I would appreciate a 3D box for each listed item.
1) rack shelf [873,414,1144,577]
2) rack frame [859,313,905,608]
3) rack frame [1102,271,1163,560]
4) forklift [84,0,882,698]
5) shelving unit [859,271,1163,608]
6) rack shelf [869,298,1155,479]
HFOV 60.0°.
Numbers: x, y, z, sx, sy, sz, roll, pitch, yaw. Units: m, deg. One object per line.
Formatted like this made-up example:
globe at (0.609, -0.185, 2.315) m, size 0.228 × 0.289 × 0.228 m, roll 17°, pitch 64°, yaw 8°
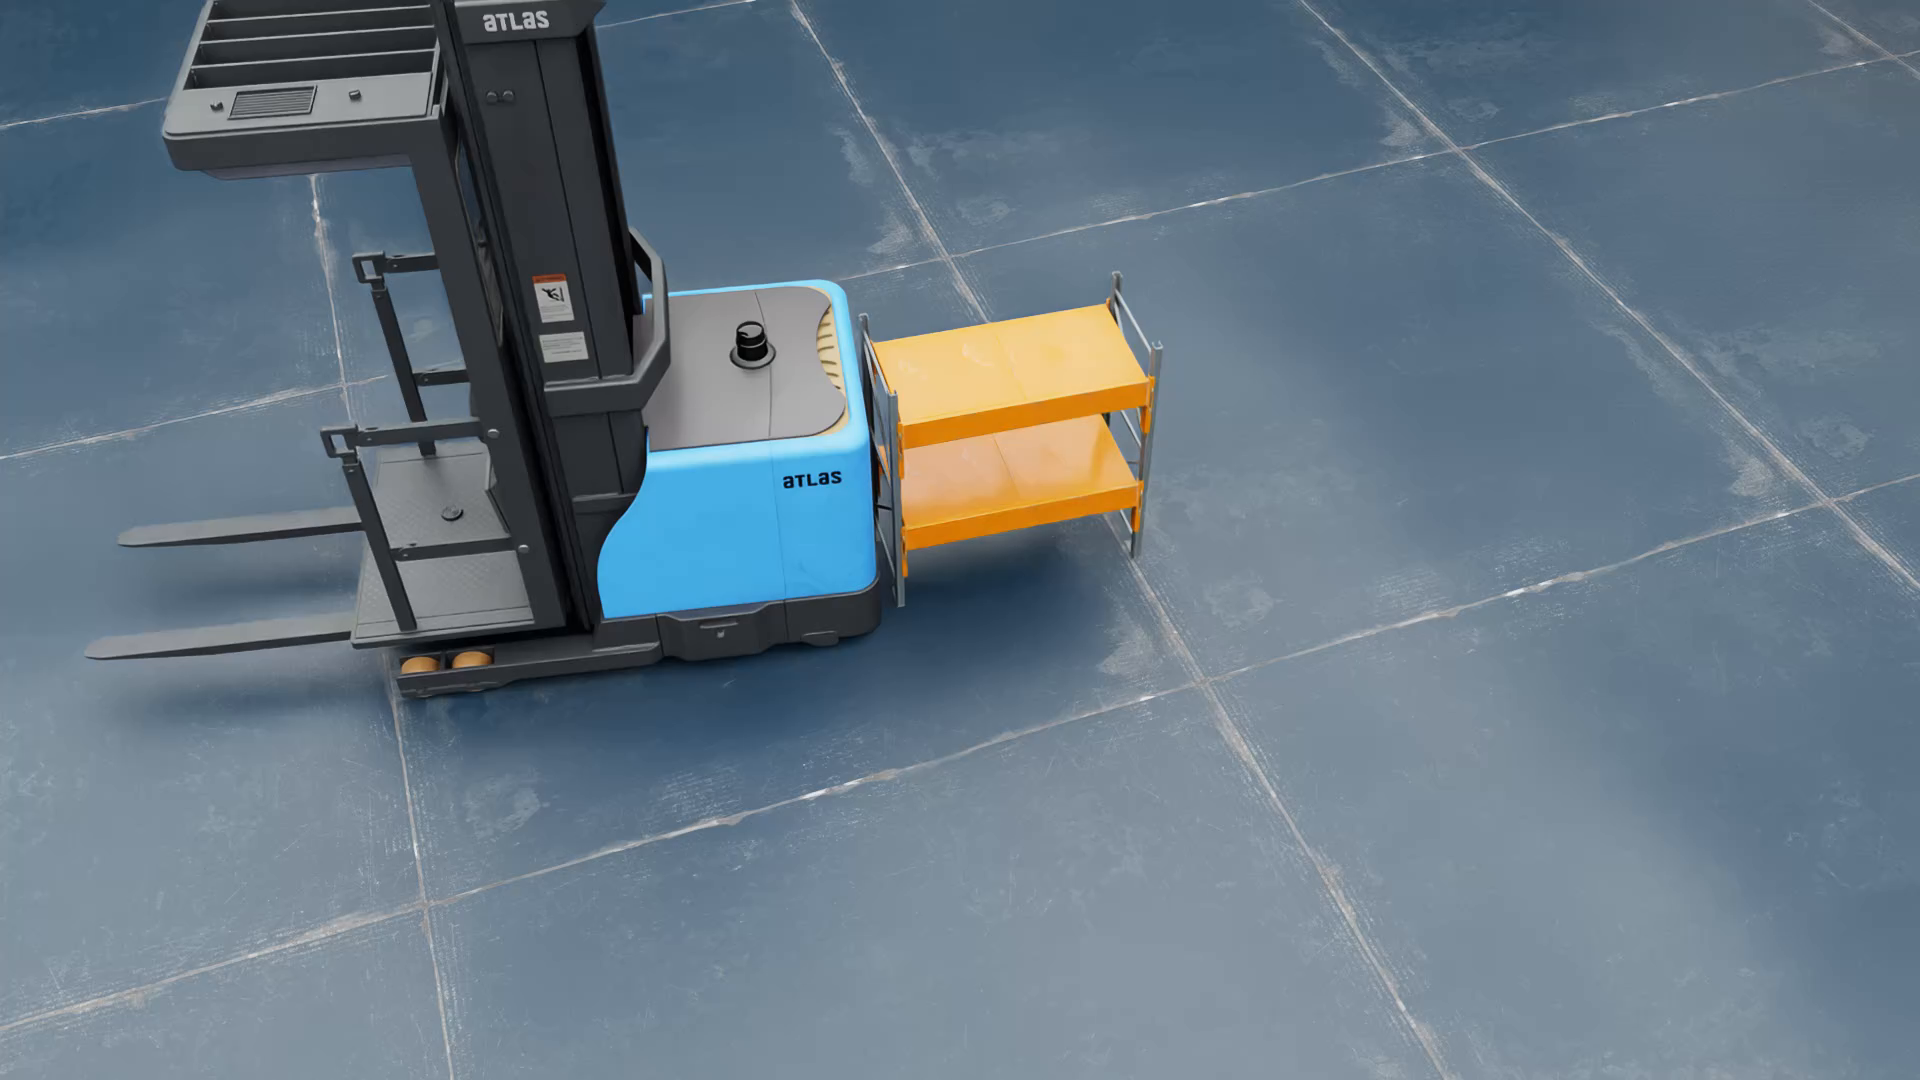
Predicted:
rack shelf at (0.186, -0.217, 6.827) m, size 1.000 × 0.278 × 0.538 m, roll -11°, pitch 46°, yaw -11°
rack frame at (-0.304, -0.294, 6.558) m, size 0.032 × 1.125 × 0.500 m, roll -11°, pitch 46°, yaw -11°
rack frame at (0.676, -0.485, 6.748) m, size 0.032 × 1.125 × 0.500 m, roll -11°, pitch 46°, yaw -11°
forklift at (-1.874, -0.827, 5.814) m, size 3.031 × 2.935 × 1.130 m, roll -6°, pitch 45°, yaw -6°
shelving unit at (0.186, -0.390, 6.653) m, size 1.048 × 1.125 × 0.538 m, roll -11°, pitch 46°, yaw -11°
rack shelf at (0.186, -0.596, 6.446) m, size 1.000 × 0.278 × 0.538 m, roll -11°, pitch 46°, yaw -11°
